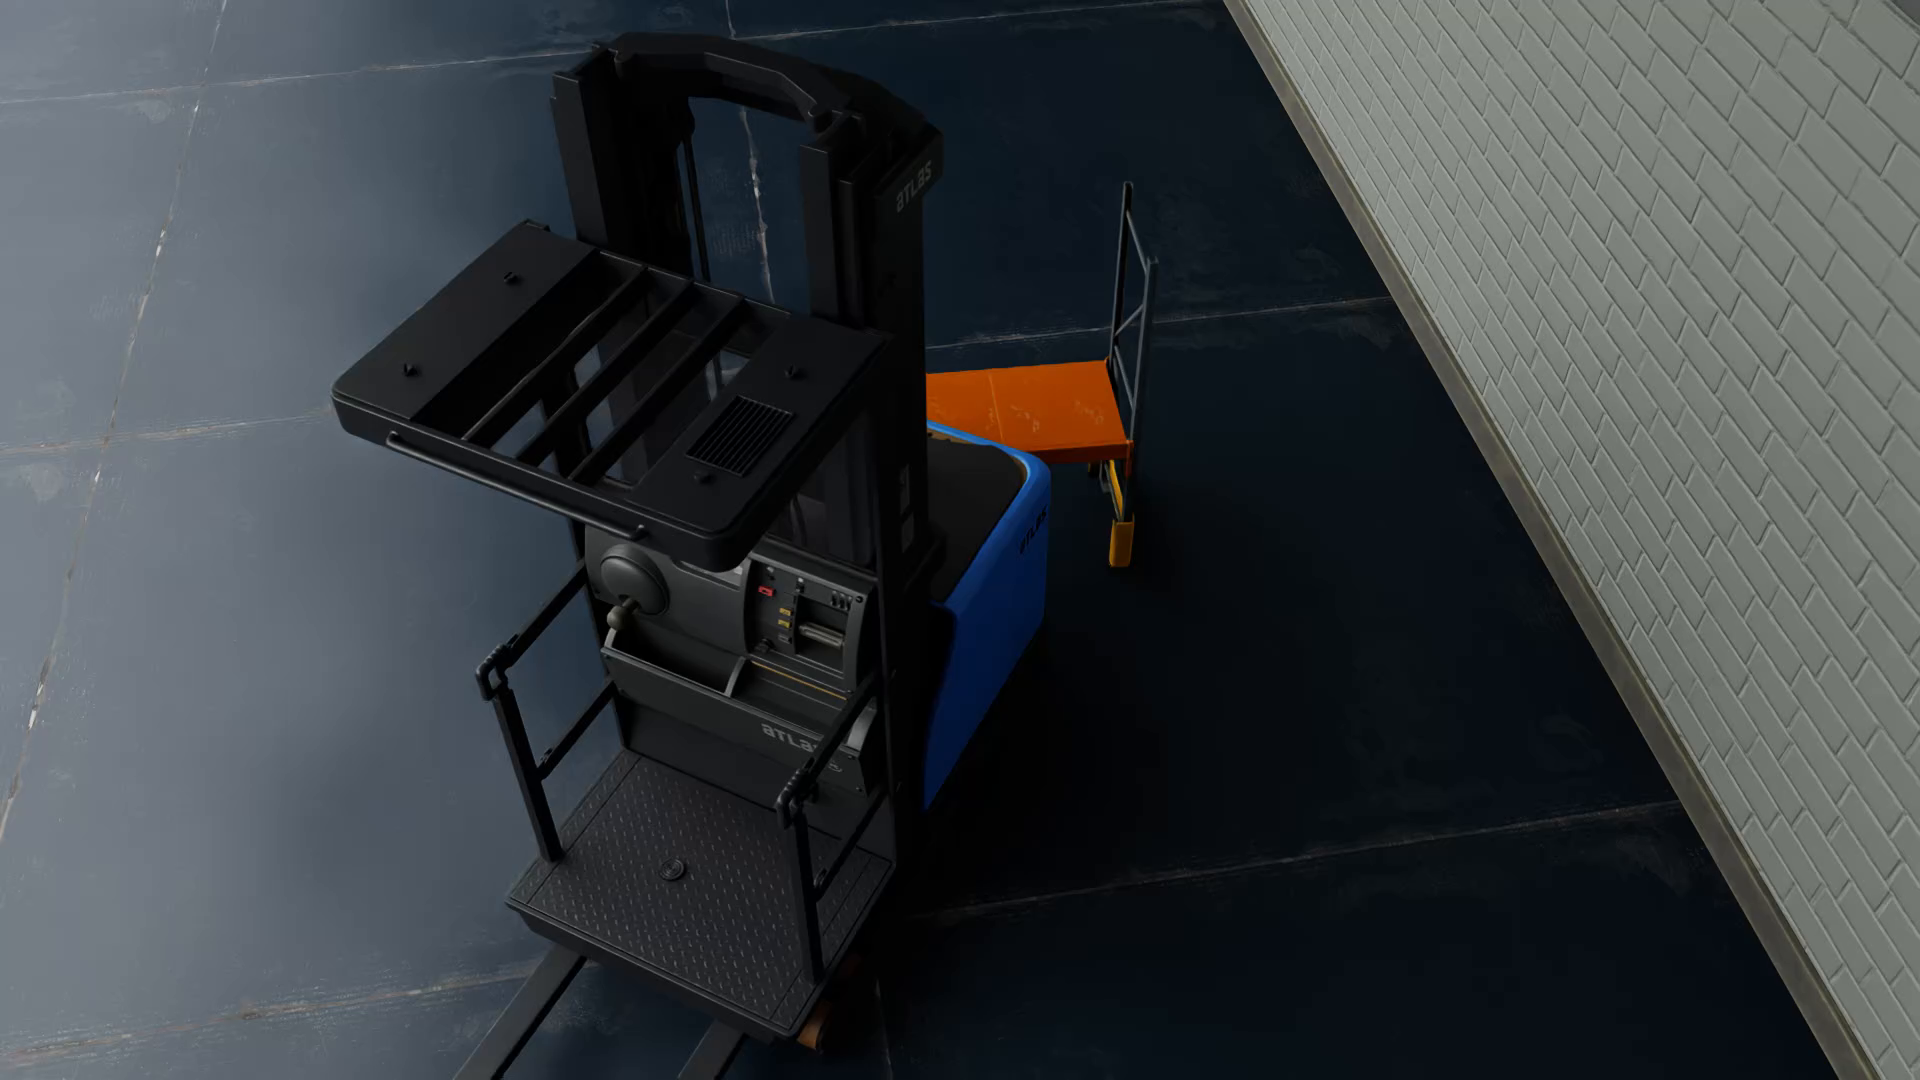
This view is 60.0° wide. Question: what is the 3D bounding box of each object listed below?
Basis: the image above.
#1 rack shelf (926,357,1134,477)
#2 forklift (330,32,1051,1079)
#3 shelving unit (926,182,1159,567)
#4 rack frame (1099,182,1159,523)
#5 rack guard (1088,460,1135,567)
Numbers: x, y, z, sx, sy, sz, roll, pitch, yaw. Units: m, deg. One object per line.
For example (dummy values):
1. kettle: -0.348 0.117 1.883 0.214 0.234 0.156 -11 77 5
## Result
1. rack shelf: 0.143 -0.454 6.589 1.000 0.185 0.538 -5 46 -5
2. forklift: -0.777 0.250 4.667 1.130 2.935 3.031 20 49 18
3. shelving unit: 0.134 -0.578 6.459 1.083 1.500 0.587 -5 46 -5
4. rack frame: 0.648 -0.622 6.501 0.032 1.500 0.500 -5 46 -5
5. rack guard: 0.628 -0.187 6.949 0.087 0.250 0.587 -5 46 -5
